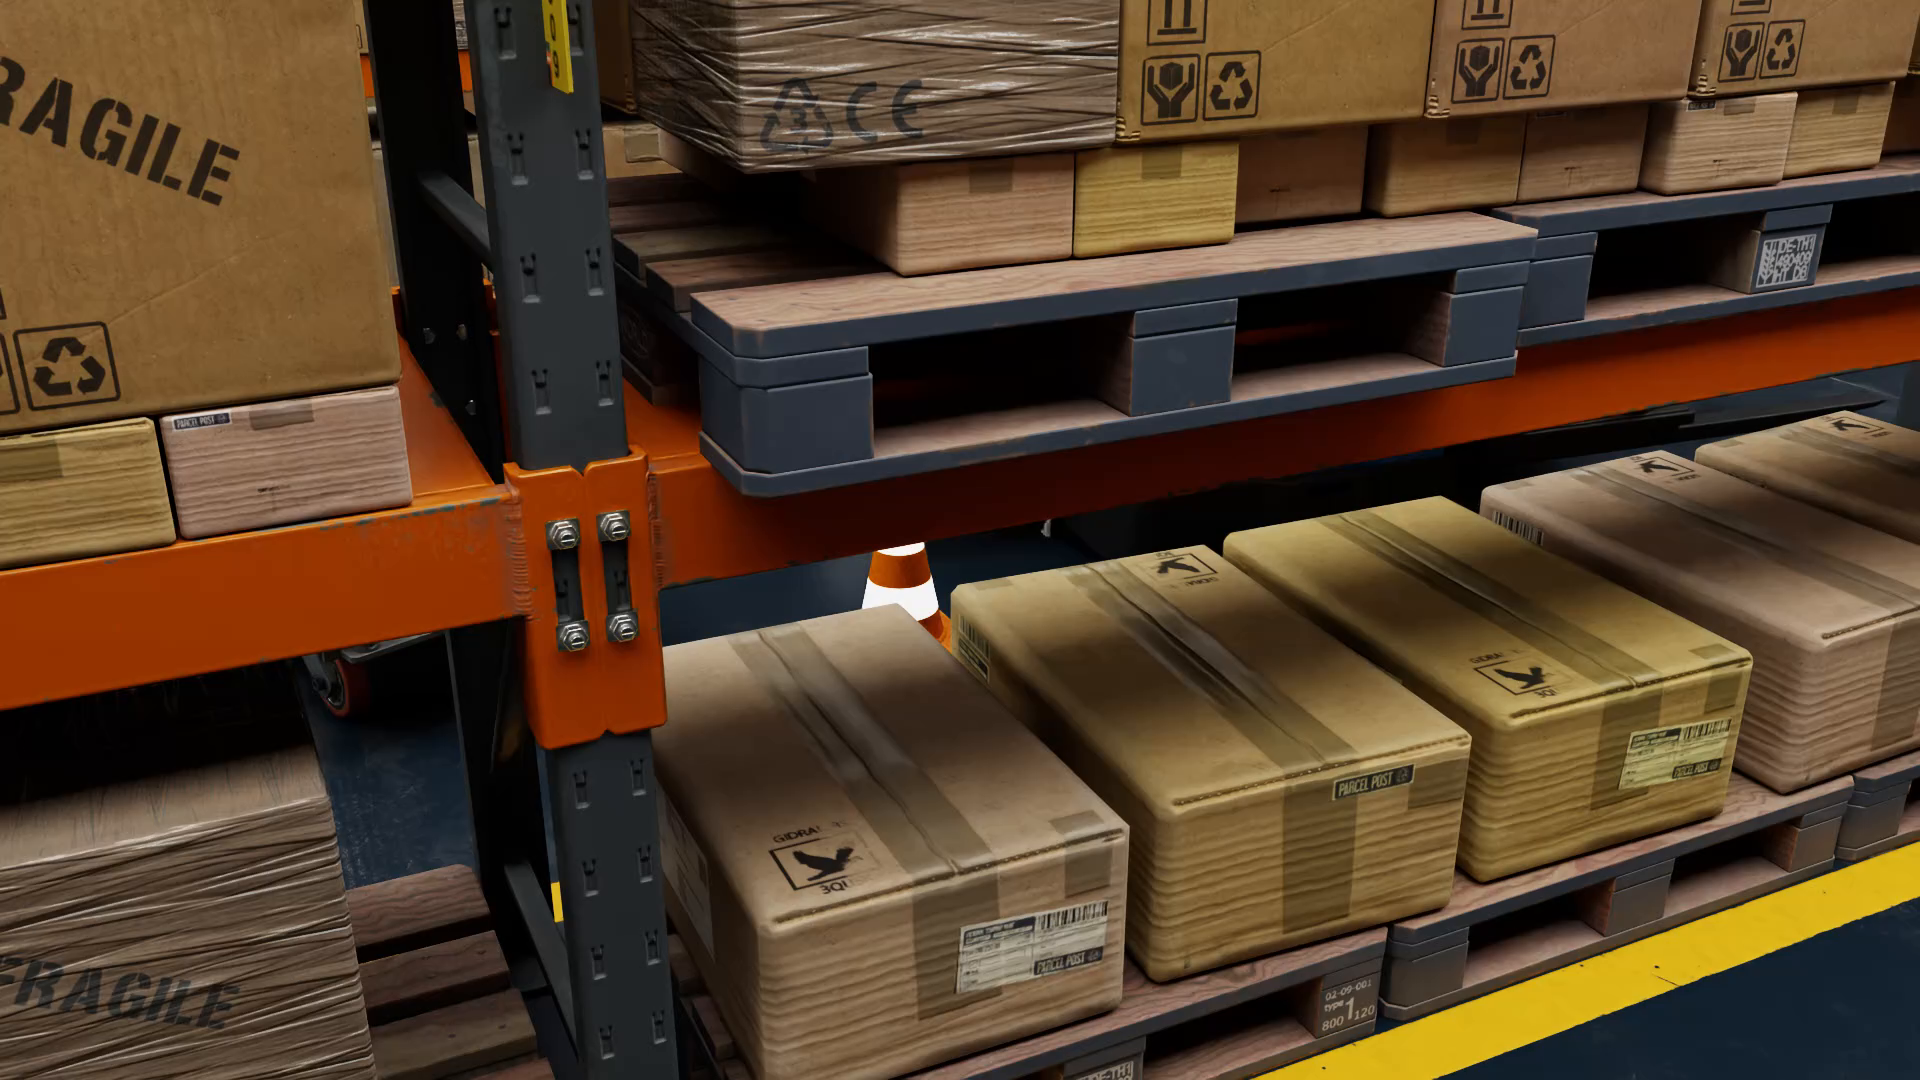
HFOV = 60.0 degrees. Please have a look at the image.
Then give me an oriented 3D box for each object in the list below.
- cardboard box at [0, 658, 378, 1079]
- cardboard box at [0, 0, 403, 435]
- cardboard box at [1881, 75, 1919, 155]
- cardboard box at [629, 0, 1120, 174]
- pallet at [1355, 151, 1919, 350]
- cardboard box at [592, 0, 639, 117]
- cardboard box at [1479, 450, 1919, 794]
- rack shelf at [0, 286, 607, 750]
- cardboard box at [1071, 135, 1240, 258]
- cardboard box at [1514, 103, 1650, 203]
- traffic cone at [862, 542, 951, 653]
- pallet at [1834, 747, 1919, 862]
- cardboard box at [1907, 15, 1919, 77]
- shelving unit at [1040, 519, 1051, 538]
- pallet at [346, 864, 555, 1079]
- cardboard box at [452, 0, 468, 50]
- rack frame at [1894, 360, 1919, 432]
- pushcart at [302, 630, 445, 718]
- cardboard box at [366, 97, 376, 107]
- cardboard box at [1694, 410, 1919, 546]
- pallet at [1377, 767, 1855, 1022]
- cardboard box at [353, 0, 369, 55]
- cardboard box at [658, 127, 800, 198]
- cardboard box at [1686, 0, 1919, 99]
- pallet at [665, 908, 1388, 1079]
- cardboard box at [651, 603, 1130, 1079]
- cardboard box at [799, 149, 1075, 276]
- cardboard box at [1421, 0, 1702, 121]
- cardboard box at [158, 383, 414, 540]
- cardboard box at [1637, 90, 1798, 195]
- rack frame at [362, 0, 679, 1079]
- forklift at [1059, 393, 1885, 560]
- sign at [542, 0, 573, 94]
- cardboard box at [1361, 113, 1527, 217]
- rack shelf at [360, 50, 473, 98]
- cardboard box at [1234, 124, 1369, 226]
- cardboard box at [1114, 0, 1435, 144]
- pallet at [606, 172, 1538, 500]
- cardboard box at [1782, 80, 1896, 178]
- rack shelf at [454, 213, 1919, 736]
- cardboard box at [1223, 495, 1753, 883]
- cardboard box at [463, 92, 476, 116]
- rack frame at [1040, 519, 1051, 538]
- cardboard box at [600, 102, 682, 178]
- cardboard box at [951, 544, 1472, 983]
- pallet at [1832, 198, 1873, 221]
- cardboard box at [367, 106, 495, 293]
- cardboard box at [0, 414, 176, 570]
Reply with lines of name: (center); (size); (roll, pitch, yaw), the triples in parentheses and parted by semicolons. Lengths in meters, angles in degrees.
cardboard box: (-1.092, 0.495, 2.198); (0.500, 0.500, 0.500); (-11, 25, -24)
cardboard box: (-0.968, -0.450, 1.896); (0.500, 0.500, 0.500); (-11, 25, -25)
cardboard box: (1.564, -0.817, 3.082); (0.250, 0.149, 0.380); (-10, 25, -23)
cardboard box: (-0.129, -0.782, 2.150); (0.500, 0.500, 0.500); (-10, 24, -22)
pallet: (1.163, -0.658, 3.169); (1.213, 0.211, 1.003); (-10, 25, -24)
cardboard box: (-0.359, -0.959, 2.577); (0.500, 0.500, 0.500); (-11, 25, -25)
cardboard box: (1.754, 0.146, 3.861); (0.625, 0.372, 0.950); (-11, 25, -25)
rack shelf: (-2.478, 0.238, 1.693); (4.000, 0.370, 1.077); (-10, 25, -24)
cardboard box: (0.188, -0.525, 2.376); (0.250, 0.149, 0.380); (-10, 24, -23)
cardboard box: (0.884, -0.667, 2.719); (0.250, 0.149, 0.380); (-10, 25, -23)
traffic cone: (-0.166, 0.058, 4.504); (0.334, 0.463, 0.336); (-10, 25, -24)
pallet: (2.224, 0.328, 4.181); (1.213, 0.211, 1.003); (-10, 25, -24)
cardboard box: (1.724, -1.122, 2.970); (0.500, 0.500, 0.500); (-12, 25, -27)
shelving unit: (0.010, -0.574, 5.068); (0.503, 1.200, 0.258); (-8, 24, -18)
pallet: (-1.266, 0.986, 2.592); (1.213, 0.211, 1.003); (-10, 25, -24)
cardboard box: (-1.868, -2.240, 6.608); (0.500, 0.500, 0.500); (-10, 25, -23)
rack frame: (2.928, -1.089, 3.960); (0.127, 3.000, 1.000); (-10, 25, -24)
pushcart: (-1.710, 0.008, 4.736); (1.648, 0.377, 0.936); (20, 30, 40)
cardboard box: (-3.973, -3.056, 11.405); (0.500, 0.500, 0.700); (-11, 25, -24)
cardboard box: (2.415, 0.021, 4.164); (0.625, 0.372, 0.950); (-12, 25, -27)
pallet: (1.126, 0.529, 3.696); (1.213, 0.211, 1.003); (-10, 25, -24)
cardboard box: (-2.323, -2.156, 6.405); (0.500, 0.500, 0.500); (-10, 25, -23)
cardboard box: (-0.332, -0.684, 2.760); (0.250, 0.149, 0.380); (-10, 25, -23)
cardboard box: (1.232, -1.032, 2.752); (0.500, 0.500, 0.500); (-12, 25, -26)
pallet: (0.025, 0.733, 3.203); (1.213, 0.211, 1.003); (-10, 25, -24)
cardboard box: (-0.204, 0.506, 2.991); (0.625, 0.372, 0.950); (-10, 25, -23)
cardboard box: (-0.041, -0.487, 2.283); (0.250, 0.149, 0.380); (-10, 25, -23)
cardboard box: (0.774, -0.943, 2.537); (0.500, 0.500, 0.500); (-11, 25, -24)
cardboard box: (-0.833, -0.151, 2.022); (0.250, 0.149, 0.380); (-11, 25, -24)
cardboard box: (1.146, -0.693, 2.782); (0.250, 0.149, 0.380); (-9, 24, -22)
rack frame: (-0.676, -0.426, 2.357); (0.127, 3.000, 1.000); (-10, 25, -24)
forklift: (1.723, -1.565, 5.197); (3.031, 2.935, 1.130); (-8, 24, -18)
sign: (-0.434, -0.640, 1.742); (0.005, 0.325, 0.100); (-10, 25, -24)
cardboard box: (0.660, -0.627, 2.621); (0.250, 0.149, 0.380); (-10, 25, -23)
rack shelf: (-1.112, -2.114, 7.376); (4.000, 0.370, 1.077); (-10, 25, -24)
cardboard box: (0.410, -0.598, 2.553); (0.250, 0.149, 0.380); (-9, 24, -20)
cardboard box: (0.322, -0.866, 2.351); (0.500, 0.500, 0.500); (-10, 25, -23)
pallet: (0.076, -0.414, 2.579); (1.213, 0.211, 1.003); (-10, 25, -24)
cardboard box: (1.373, -0.747, 2.913); (0.250, 0.149, 0.380); (-11, 25, -25)
rack shelf: (1.126, -0.425, 3.296); (4.000, 0.370, 1.077); (-10, 25, -24)
cardboard box: (1.068, 0.270, 3.562); (0.625, 0.372, 0.950); (-10, 24, -22)
cardboard box: (-3.469, -3.149, 11.629); (0.500, 0.500, 0.700); (-13, 26, -28)
rack frame: (0.240, -0.606, 5.145); (0.015, 1.200, 0.240); (-8, 24, -18)
cardboard box: (-1.522, -1.562, 7.494); (0.750, 0.750, 1.050); (-10, 25, -24)
cardboard box: (0.442, 0.386, 3.282); (0.625, 0.372, 0.950); (-9, 24, -20)
pallet: (2.333, -0.846, 3.622); (1.003, 0.211, 1.213); (-10, 25, -24)
cardboard box: (-2.393, -1.403, 7.111); (0.750, 0.750, 1.050); (-11, 25, -24)
cardboard box: (-1.055, -0.108, 1.917); (0.250, 0.149, 0.380); (-10, 24, -22)
